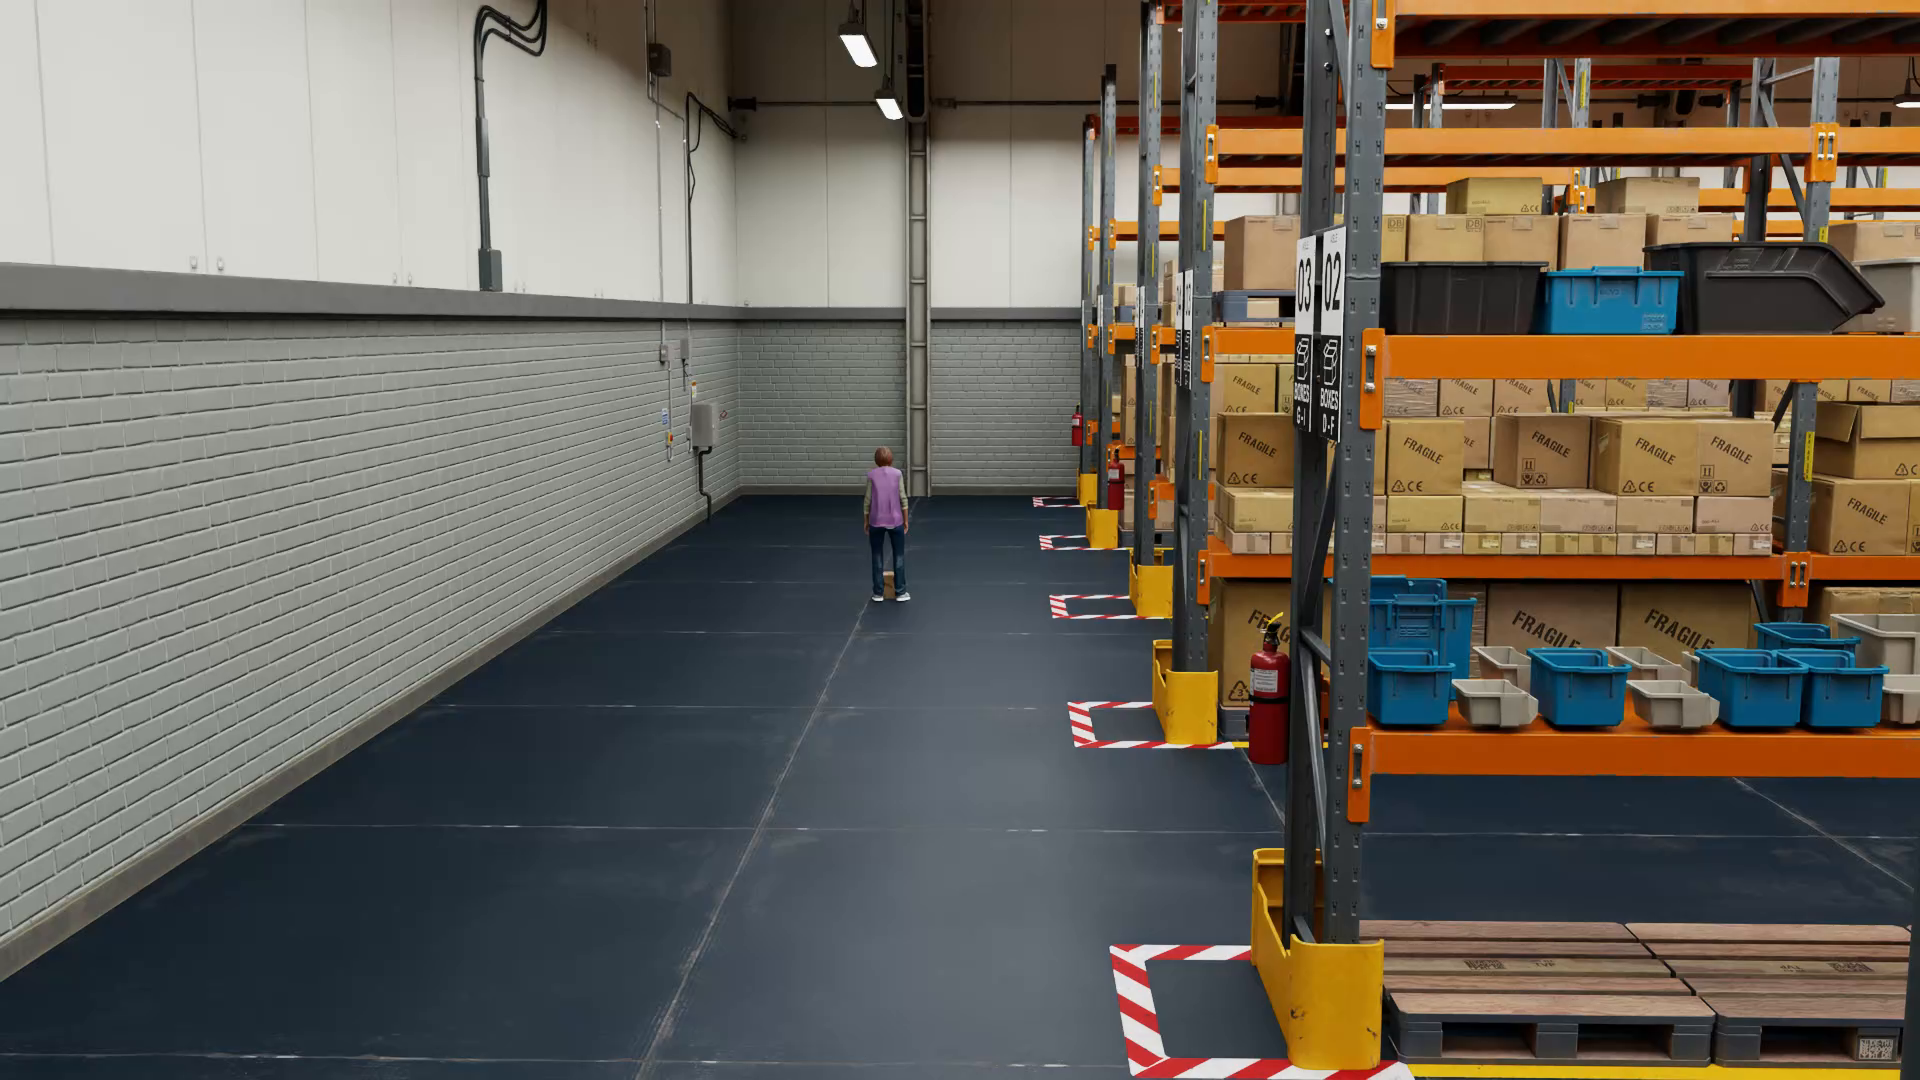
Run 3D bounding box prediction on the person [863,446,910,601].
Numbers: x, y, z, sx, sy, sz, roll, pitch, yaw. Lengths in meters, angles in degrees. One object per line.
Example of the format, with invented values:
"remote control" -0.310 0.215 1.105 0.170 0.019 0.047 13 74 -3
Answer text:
"person" -0.754 -0.155 17.063 0.478 1.580 0.349 0 7 -2
